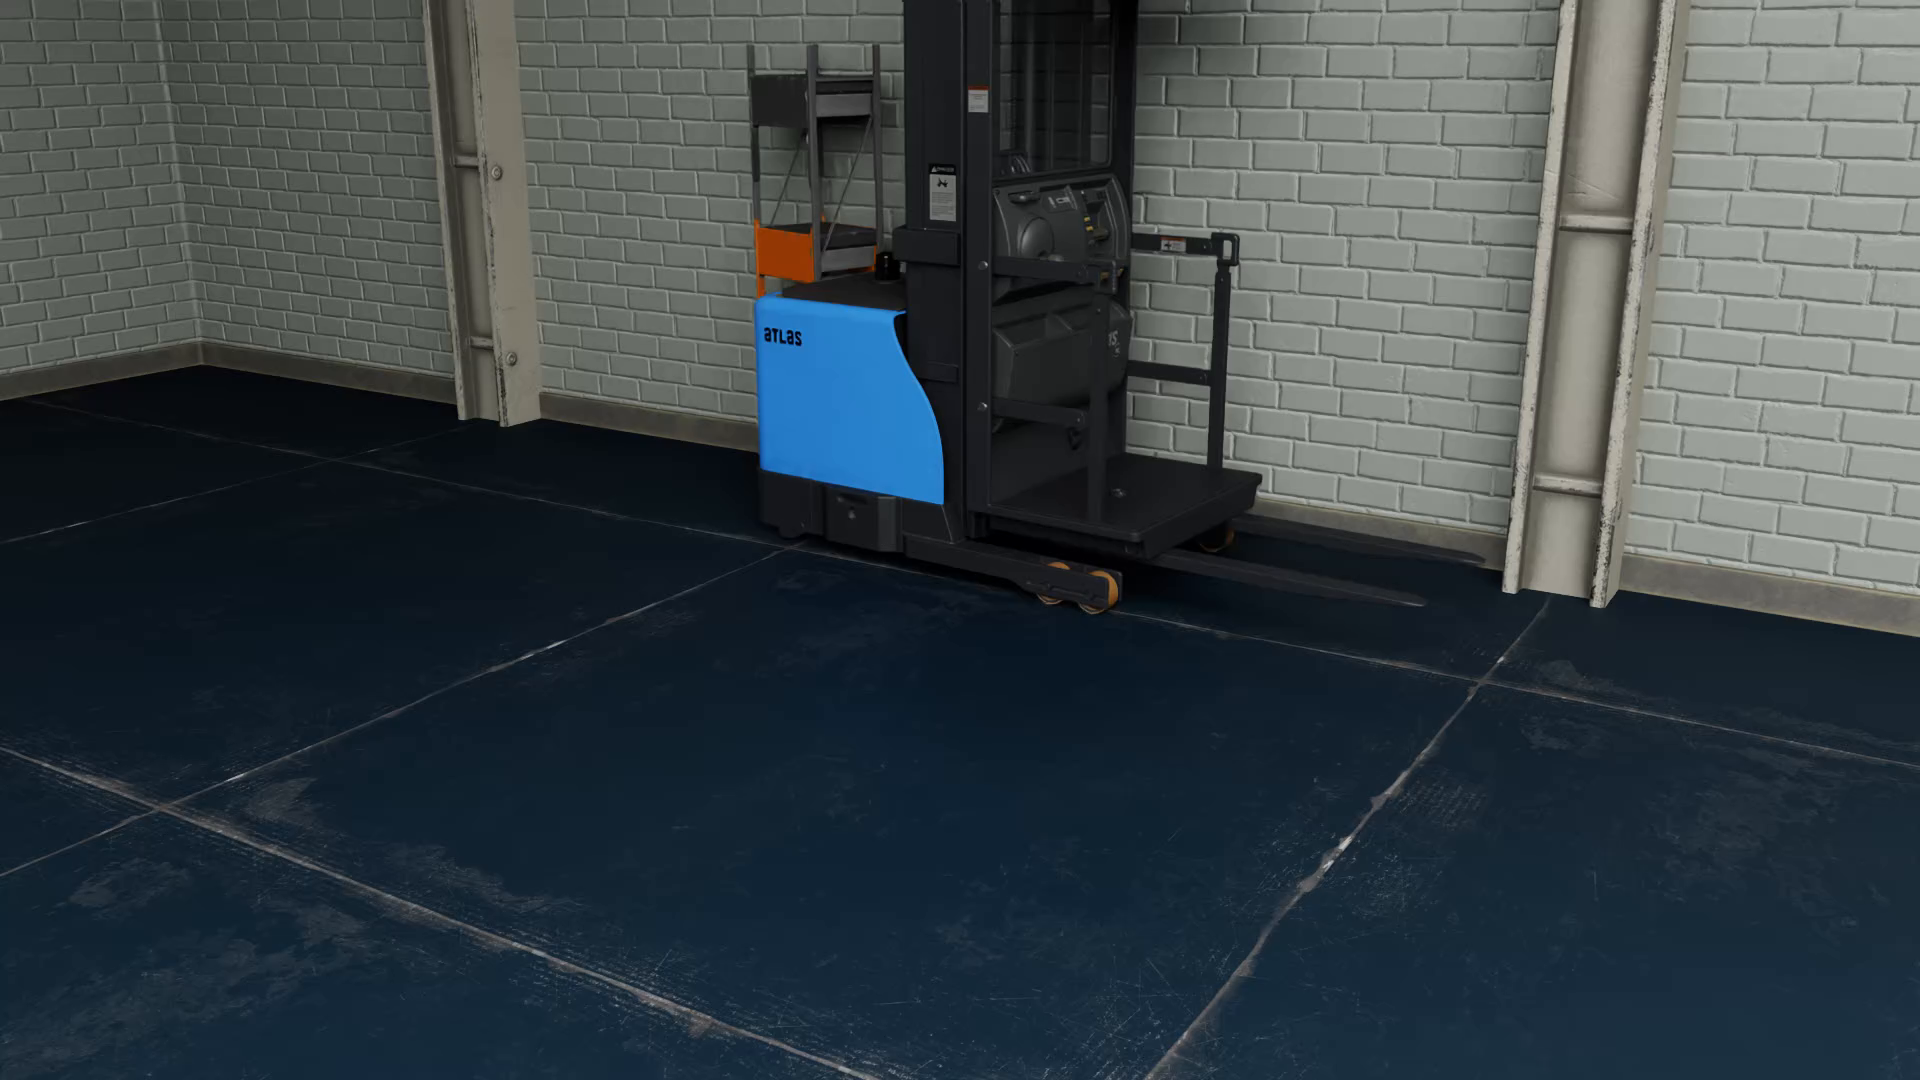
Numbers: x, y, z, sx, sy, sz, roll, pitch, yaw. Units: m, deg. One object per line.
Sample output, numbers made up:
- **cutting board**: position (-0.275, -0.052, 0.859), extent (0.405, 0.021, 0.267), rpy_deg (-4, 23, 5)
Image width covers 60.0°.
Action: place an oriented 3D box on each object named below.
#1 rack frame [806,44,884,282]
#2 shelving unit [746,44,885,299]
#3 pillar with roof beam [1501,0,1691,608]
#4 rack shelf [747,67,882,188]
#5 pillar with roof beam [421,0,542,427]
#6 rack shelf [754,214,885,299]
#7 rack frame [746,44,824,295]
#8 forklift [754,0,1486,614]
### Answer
- **rack frame**: position (-0.519, -1.236, 7.826), extent (0.400, 2.100, 0.015), rpy_deg (-14, 22, -38)
- **shelving unit**: position (-0.676, -1.289, 8.005), extent (0.431, 2.100, 0.503), rpy_deg (-14, 22, -38)
- **pillar with roof beam**: position (0.176, -3.041, 1.909), extent (0.400, 9.000, 9.100), rpy_deg (10, 20, 30)
- **rack shelf**: position (-0.680, -1.946, 7.805), extent (0.431, 0.518, 0.480), rpy_deg (-14, 22, -38)
- **pillar with roof beam**: position (-4.936, -3.953, 4.913), extent (0.400, 9.000, 9.100), rpy_deg (10, 20, 30)
- **rack shelf**: position (-0.676, -1.276, 8.009), extent (0.431, 0.518, 0.480), rpy_deg (-14, 22, -38)
- **rack frame**: position (-0.832, -1.343, 8.185), extent (0.400, 2.100, 0.015), rpy_deg (-14, 22, -38)
- **forklift**: position (0.591, -1.291, 6.589), extent (3.031, 2.935, 1.130), rpy_deg (12, 20, 34)
